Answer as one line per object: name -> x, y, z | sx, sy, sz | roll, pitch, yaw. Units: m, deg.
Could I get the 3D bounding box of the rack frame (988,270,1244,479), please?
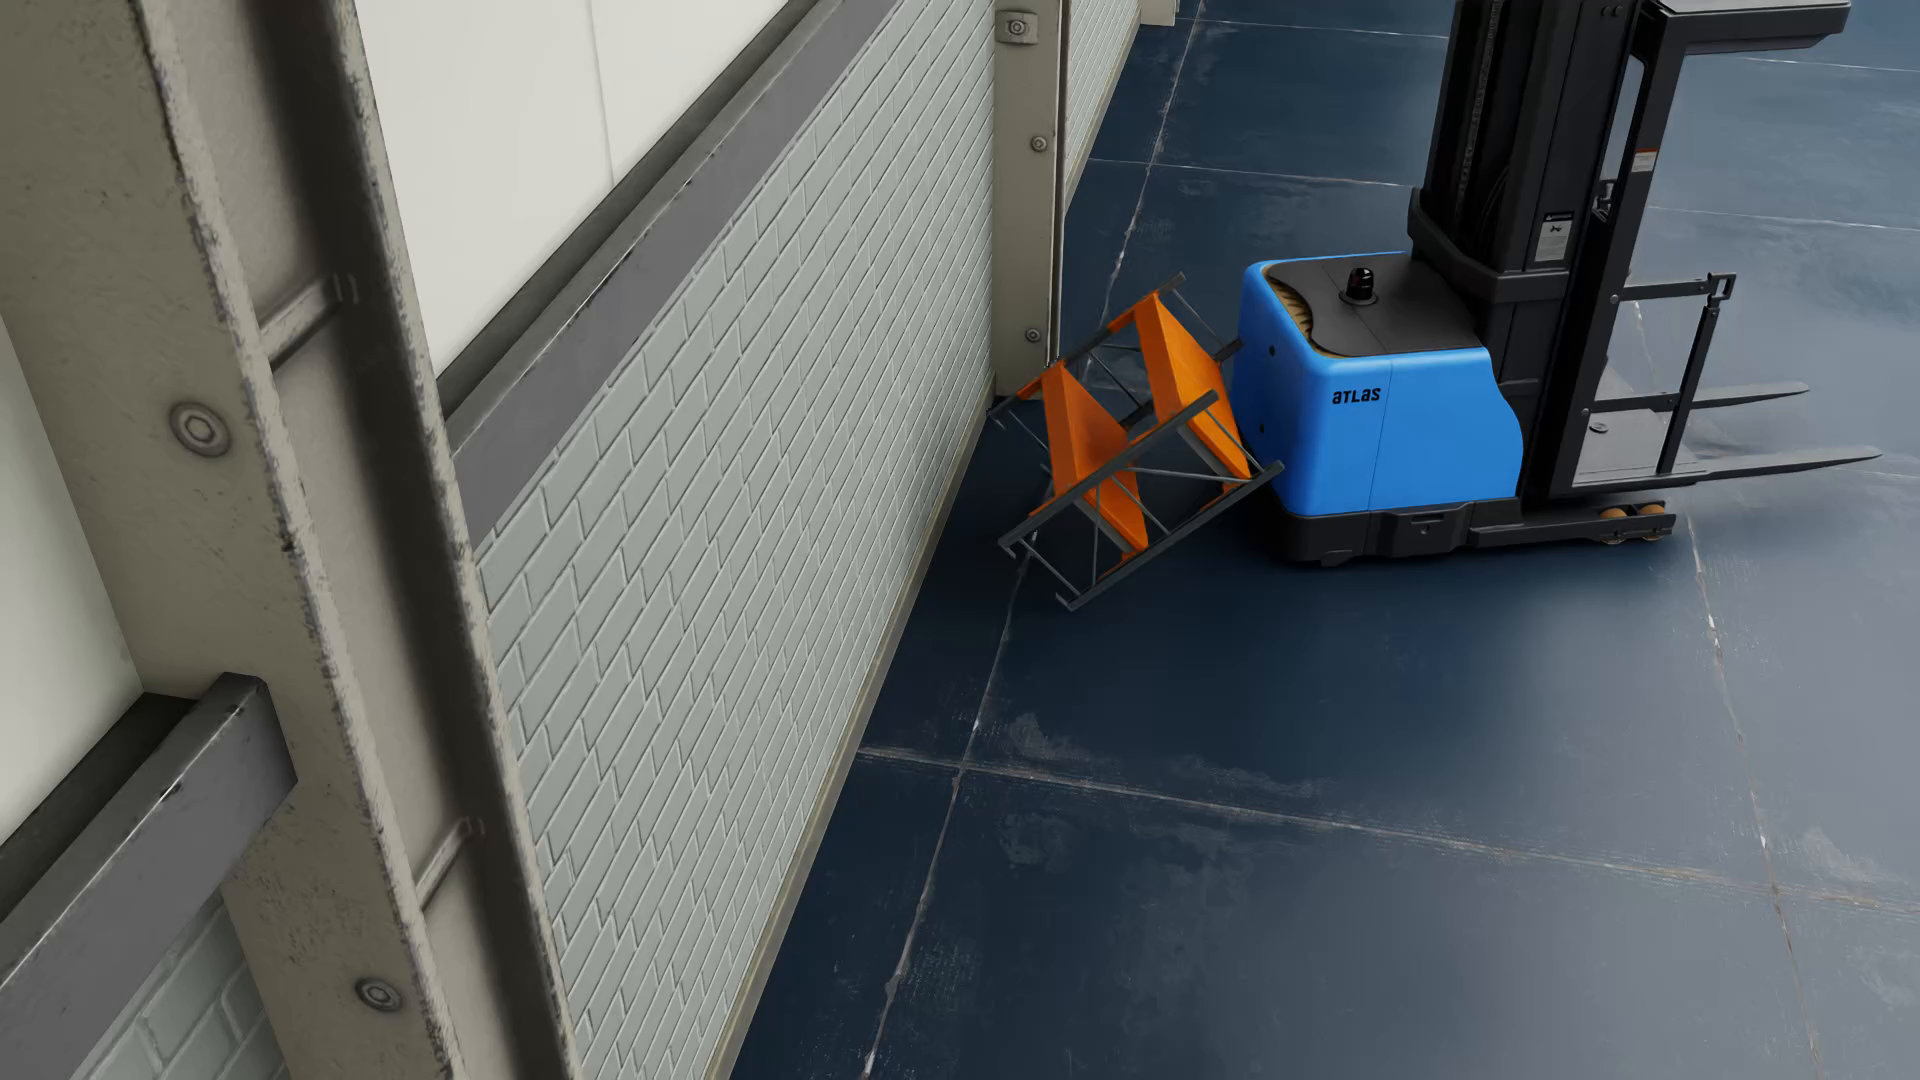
rack frame -> 0.722, -0.749, 7.763 | 1.125, 0.500, 0.032 | -35, 30, 22

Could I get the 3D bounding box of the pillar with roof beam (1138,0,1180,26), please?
pillar with roof beam -> 5.832, -7.412, 10.308 | 9.100, 9.000, 0.400 | 7, 37, 10

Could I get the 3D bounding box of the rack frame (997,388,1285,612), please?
rack frame -> 0.748, -0.146, 6.945 | 1.125, 0.500, 0.032 | -35, 30, 22

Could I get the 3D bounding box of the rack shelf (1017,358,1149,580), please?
rack shelf -> 0.550, -0.316, 7.445 | 0.278, 0.538, 1.000 | -35, 30, 22

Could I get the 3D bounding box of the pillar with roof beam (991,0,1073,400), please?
pillar with roof beam -> 4.551, -3.972, 5.562 | 9.100, 9.000, 0.400 | 7, 37, 10

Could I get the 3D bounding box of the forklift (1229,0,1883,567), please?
forklift -> 2.861, -1.468, 7.277 | 3.031, 2.935, 1.130 | -5, 36, -7

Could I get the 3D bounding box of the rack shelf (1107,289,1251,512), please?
rack shelf -> 0.956, -0.605, 7.245 | 0.278, 0.538, 1.000 | -35, 30, 22

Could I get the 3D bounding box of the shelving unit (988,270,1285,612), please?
shelving unit -> 0.735, -0.447, 7.354 | 1.125, 0.538, 1.048 | -35, 30, 22
